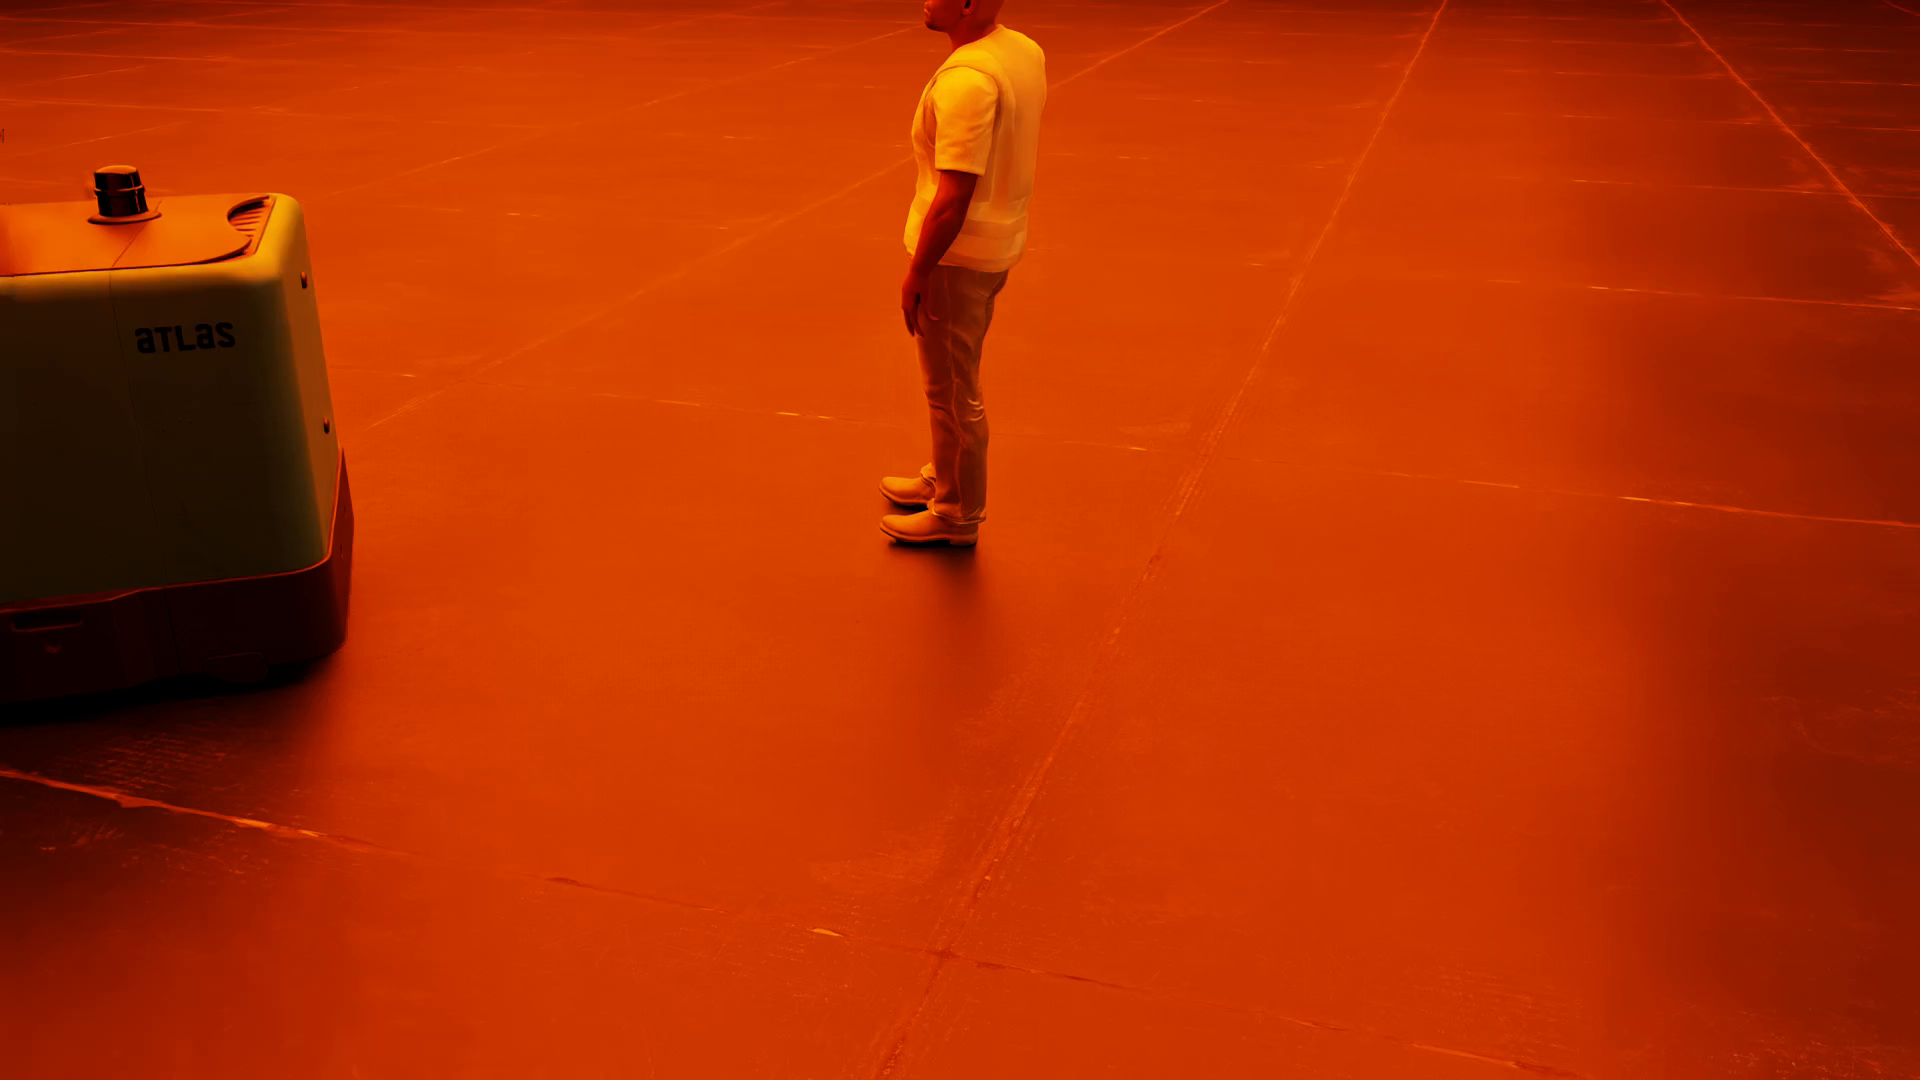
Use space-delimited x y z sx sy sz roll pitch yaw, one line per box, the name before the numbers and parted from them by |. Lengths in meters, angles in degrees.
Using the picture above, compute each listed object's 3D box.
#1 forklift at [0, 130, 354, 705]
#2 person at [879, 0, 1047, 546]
forklift | -3.167 -1.016 3.742 3.031 2.935 1.130 -7 23 -16
person | -0.065 -0.833 4.805 0.575 1.768 0.665 7 23 16
